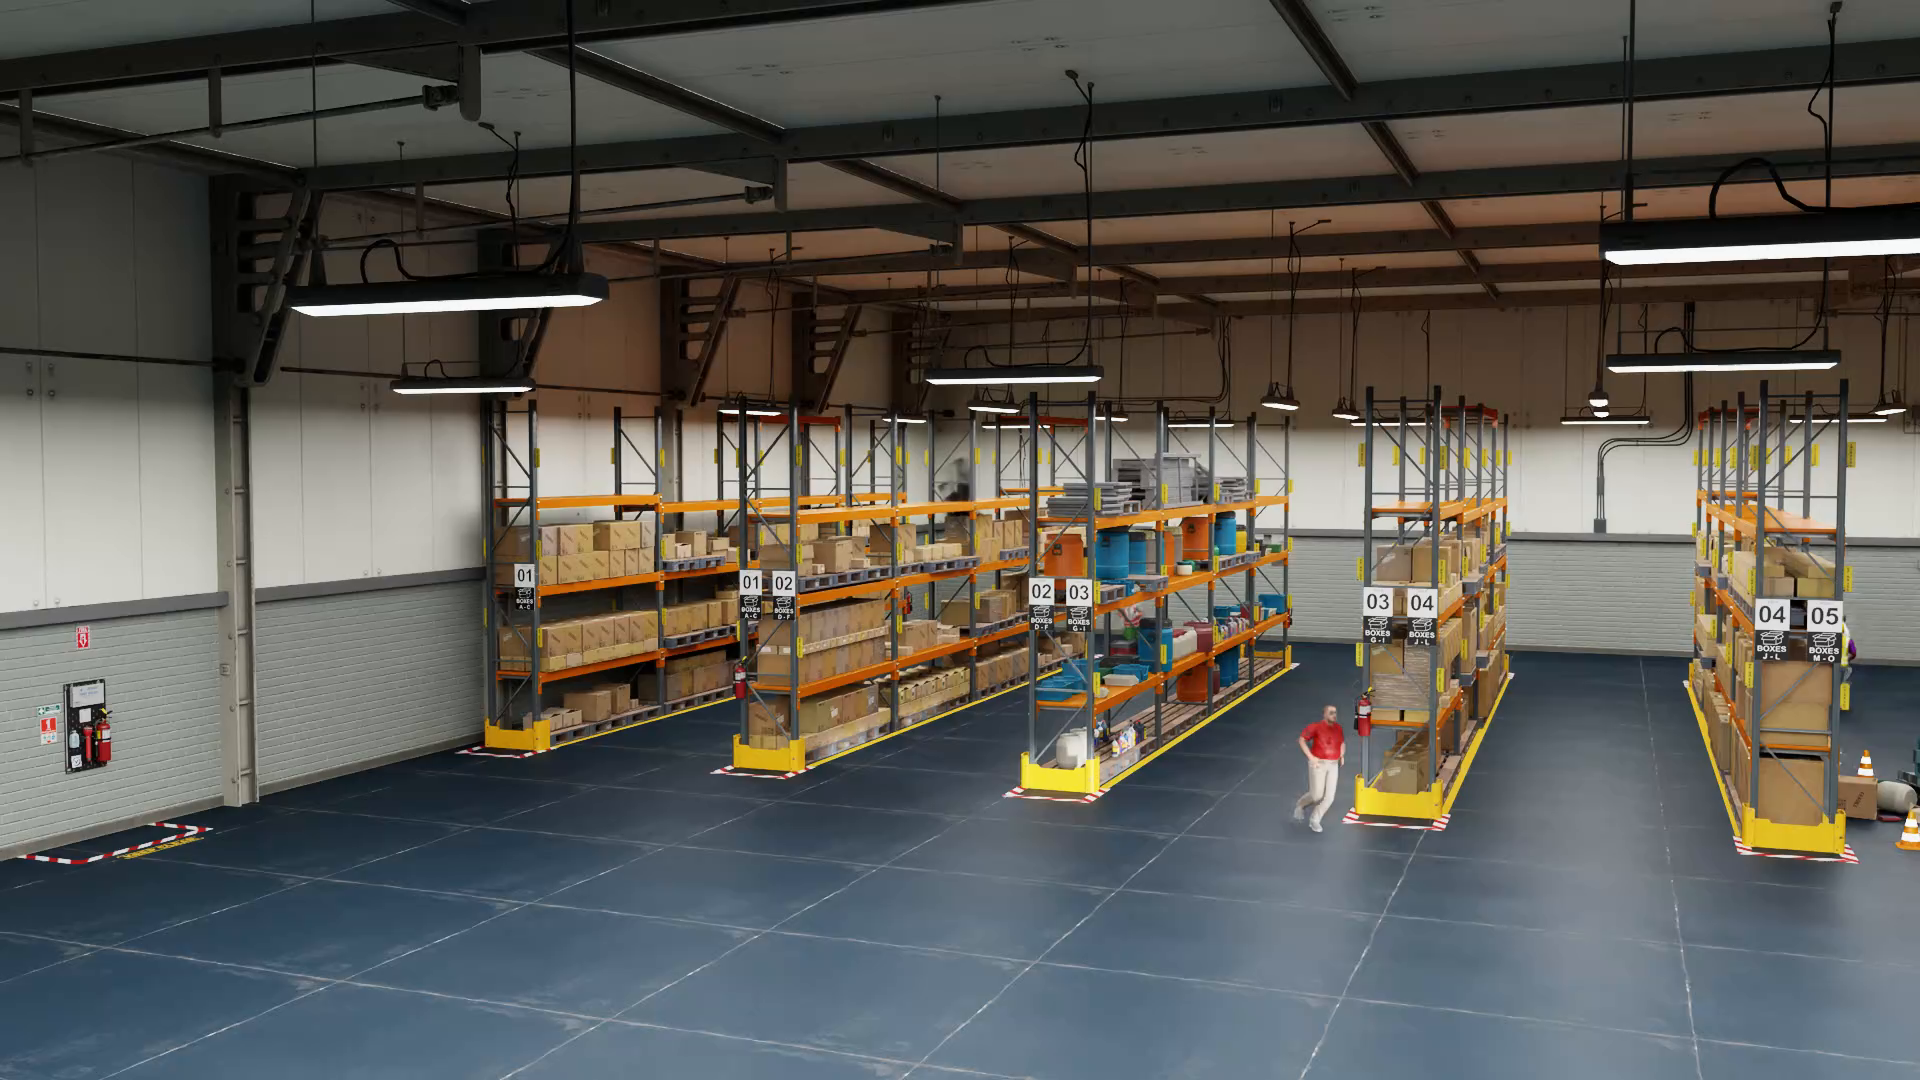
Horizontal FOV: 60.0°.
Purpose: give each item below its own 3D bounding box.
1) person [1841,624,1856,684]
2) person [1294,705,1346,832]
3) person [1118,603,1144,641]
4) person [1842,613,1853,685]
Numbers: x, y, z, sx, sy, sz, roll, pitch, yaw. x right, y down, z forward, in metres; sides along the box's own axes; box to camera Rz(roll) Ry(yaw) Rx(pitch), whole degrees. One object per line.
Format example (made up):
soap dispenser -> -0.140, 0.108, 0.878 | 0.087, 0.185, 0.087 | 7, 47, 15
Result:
person -> 17.547, 2.507, 33.324 | 0.722, 1.729, 0.649 | 1, 3, 21
person -> 4.911, 3.061, 22.526 | 0.691, 1.677, 0.601 | -1, 3, -21
person -> 4.177, 2.137, 40.594 | 0.655, 1.794, 0.747 | 0, 3, 7
person -> 19.366, 2.374, 36.664 | 0.604, 1.658, 0.641 | 2, 3, 32
